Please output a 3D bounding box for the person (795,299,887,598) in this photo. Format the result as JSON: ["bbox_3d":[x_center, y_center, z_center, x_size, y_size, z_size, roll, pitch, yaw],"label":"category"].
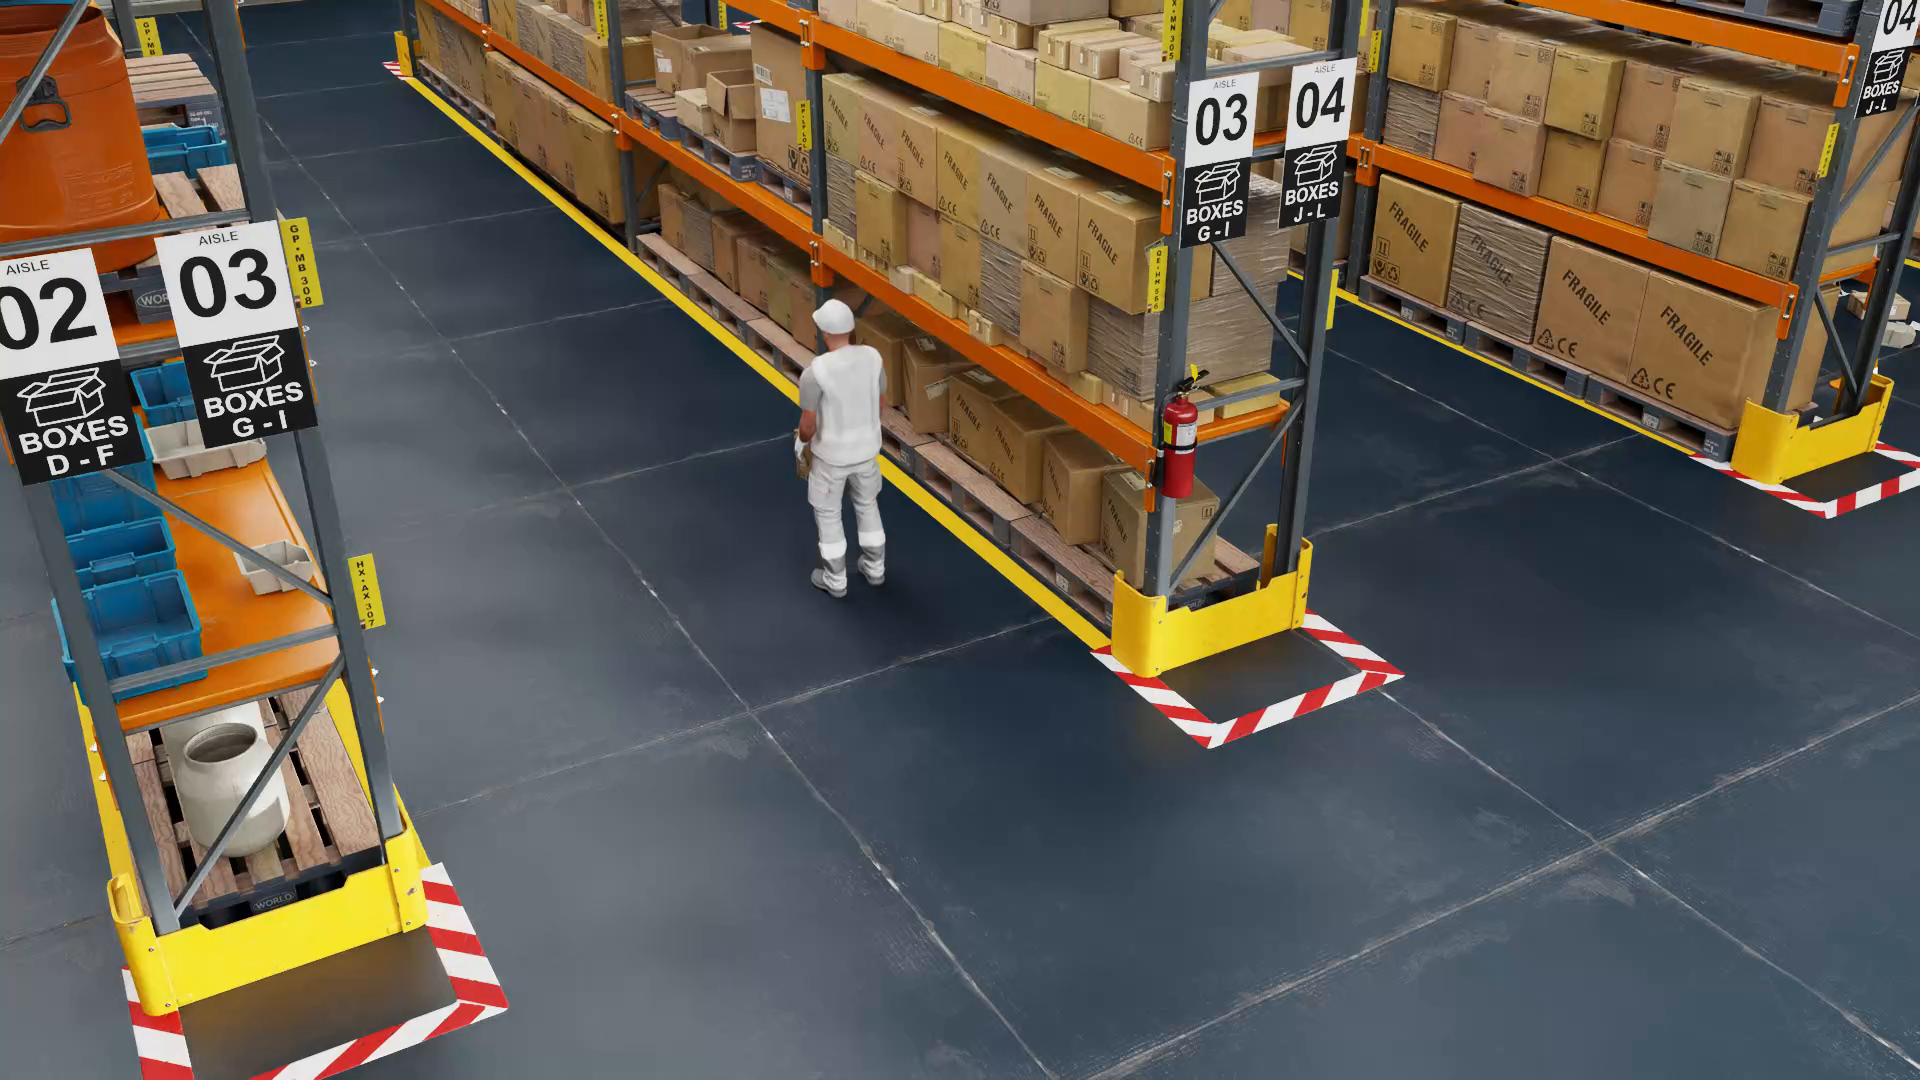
[{"bbox_3d":[-0.675,-0.520,9.488,0.539,1.790,0.437,-16,33,-27],"label":"person"}]
